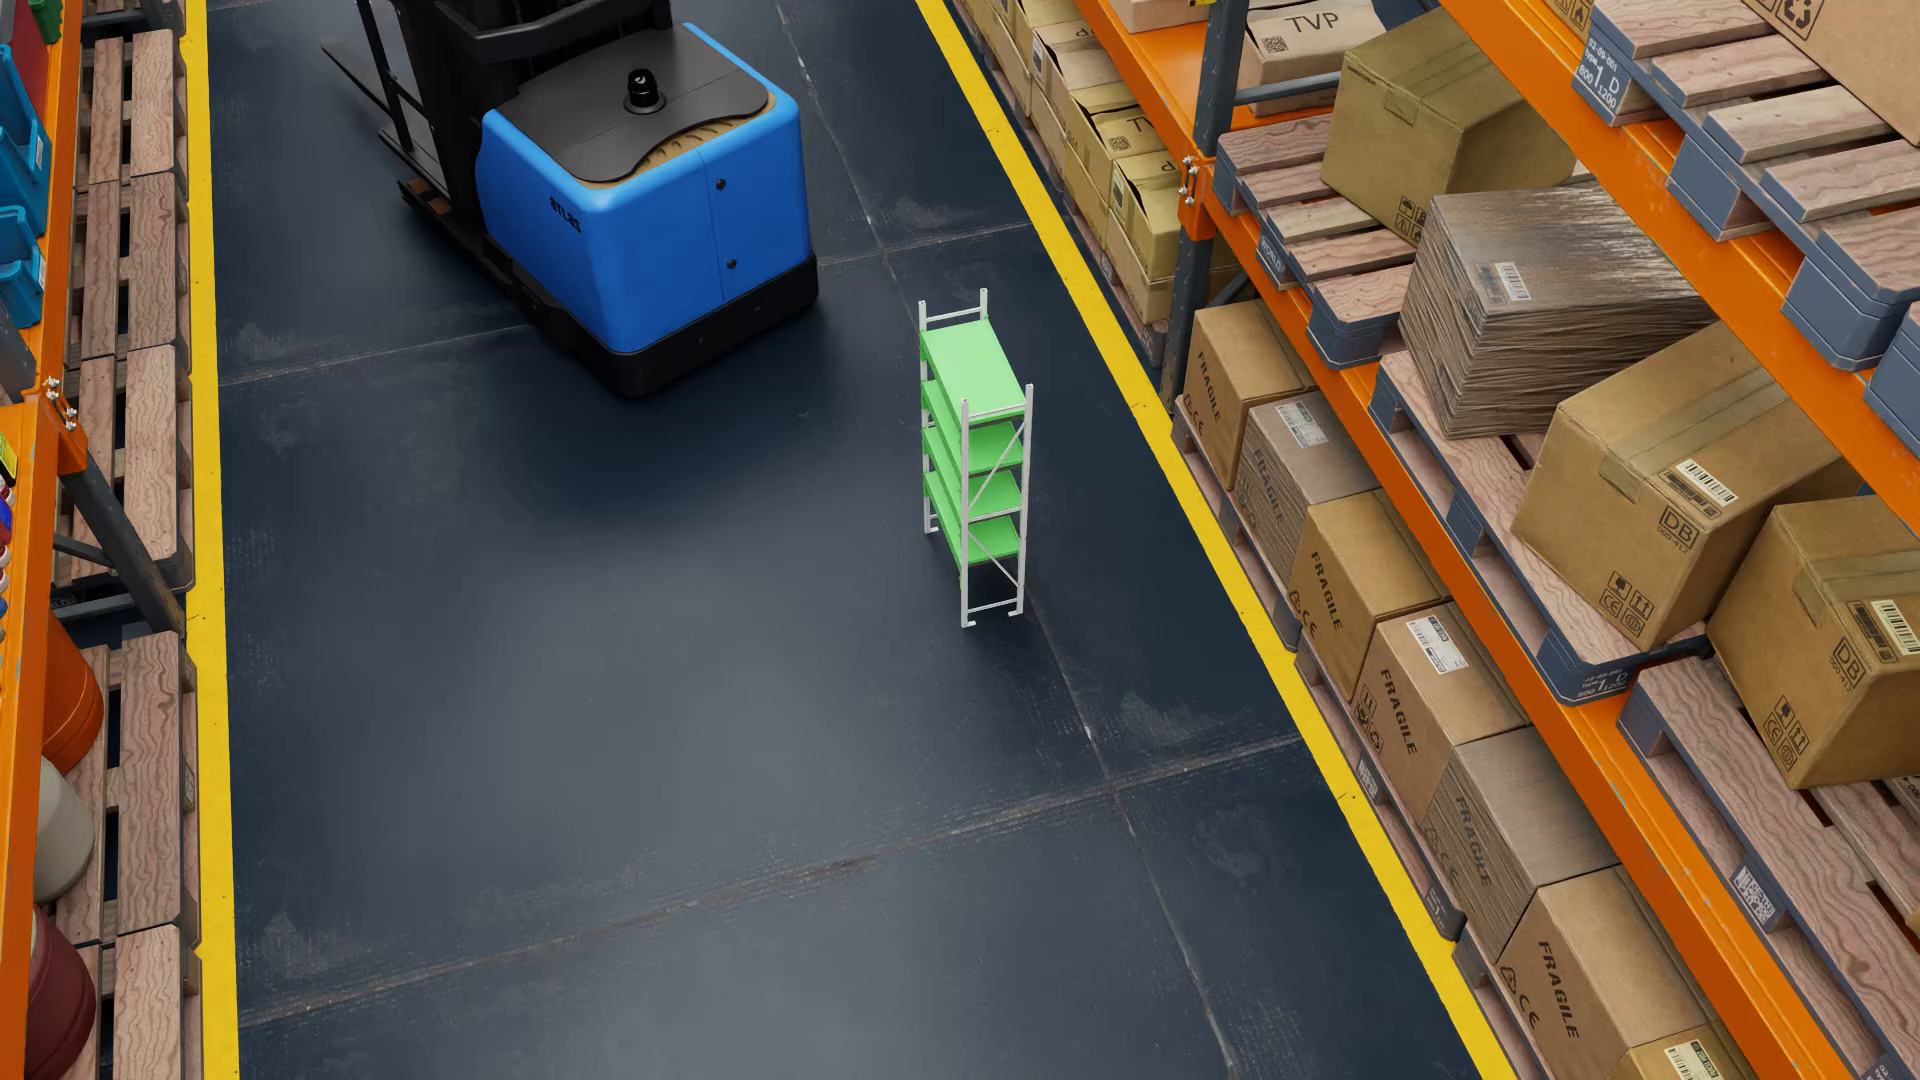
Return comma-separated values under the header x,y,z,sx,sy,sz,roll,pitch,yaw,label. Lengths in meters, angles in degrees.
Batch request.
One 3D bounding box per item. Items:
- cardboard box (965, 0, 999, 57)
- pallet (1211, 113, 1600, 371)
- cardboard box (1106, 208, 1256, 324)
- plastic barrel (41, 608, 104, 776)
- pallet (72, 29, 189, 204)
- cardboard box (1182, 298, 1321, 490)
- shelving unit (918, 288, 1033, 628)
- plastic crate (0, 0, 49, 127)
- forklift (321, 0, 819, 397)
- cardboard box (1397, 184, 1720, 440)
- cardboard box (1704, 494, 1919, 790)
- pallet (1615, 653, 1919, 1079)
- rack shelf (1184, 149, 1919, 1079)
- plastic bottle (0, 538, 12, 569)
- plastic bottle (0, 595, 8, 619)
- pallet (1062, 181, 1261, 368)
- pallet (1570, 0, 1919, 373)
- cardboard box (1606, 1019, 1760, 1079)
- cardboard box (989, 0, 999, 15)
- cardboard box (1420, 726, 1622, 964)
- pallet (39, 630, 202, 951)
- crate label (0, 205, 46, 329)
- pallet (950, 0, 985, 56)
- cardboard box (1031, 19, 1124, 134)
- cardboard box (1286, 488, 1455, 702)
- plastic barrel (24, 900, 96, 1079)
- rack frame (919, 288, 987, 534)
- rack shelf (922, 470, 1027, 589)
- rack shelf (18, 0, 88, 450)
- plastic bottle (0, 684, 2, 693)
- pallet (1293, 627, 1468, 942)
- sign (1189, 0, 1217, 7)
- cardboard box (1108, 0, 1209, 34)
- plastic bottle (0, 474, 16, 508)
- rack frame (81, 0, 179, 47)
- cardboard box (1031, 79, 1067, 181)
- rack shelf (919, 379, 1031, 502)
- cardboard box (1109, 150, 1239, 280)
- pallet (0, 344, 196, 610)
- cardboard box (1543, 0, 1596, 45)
x,y,z,sx,sy,sz,roll,pitch,yaw,label
0.343,-2.712,8.388,0.500,0.250,0.500,-15,51,-12,cardboard box
1.605,-1.102,5.633,1.213,0.211,1.003,-13,51,-11,pallet
0.949,-1.222,7.131,0.500,0.250,0.500,-12,51,-10,cardboard box
-3.235,0.392,5.392,0.600,0.830,0.708,-13,51,-11,plastic barrel
-4.309,-1.984,8.074,1.003,0.211,1.213,-13,51,-11,pallet
1.199,-0.582,6.416,0.500,0.500,0.500,-11,51,-9,cardboard box
0.049,-0.266,5.979,0.258,1.200,0.503,-13,51,-11,shelving unit
-3.581,-1.796,6.050,0.402,0.464,0.583,-13,51,-11,plastic crate
-1.971,-2.599,6.814,1.130,2.935,3.031,-34,58,-25,forklift
1.719,-0.665,4.799,0.700,0.500,0.500,-5,50,-4,cardboard box
2.330,0.226,4.047,0.700,0.500,0.500,-6,50,-5,cardboard box
2.388,0.732,4.086,1.003,0.211,1.213,-13,51,-11,pallet
1.929,0.049,5.007,1.077,0.370,4.000,-13,51,-11,rack shelf
-2.783,-0.006,4.713,0.097,0.201,0.097,0,50,0,plastic bottle
-2.726,0.114,4.566,0.097,0.271,0.097,0,50,0,plastic bottle
1.131,-1.355,7.544,1.003,0.211,1.213,-13,51,-11,pallet
2.085,-0.877,3.478,1.213,0.211,1.003,-13,51,-11,pallet
2.101,1.646,4.537,0.500,0.500,0.500,-14,51,-11,cardboard box
0.336,-2.892,8.173,0.500,0.311,0.500,-15,51,-12,cardboard box
1.815,0.917,5.152,0.500,0.500,0.500,-13,51,-11,cardboard box
-3.123,0.939,5.610,1.003,0.211,1.213,-13,51,-11,pallet
-3.162,-0.865,5.416,0.303,0.233,0.416,-13,51,-11,crate label
0.410,-3.137,9.046,1.003,0.211,1.213,-13,51,-11,pallet
0.641,-2.147,7.545,0.500,0.311,0.500,-14,51,-11,cardboard box
1.503,0.166,5.785,0.500,0.500,0.500,-14,51,-11,cardboard box
-2.901,1.294,4.789,0.600,0.588,0.708,-13,51,-11,plastic barrel
-0.023,-0.444,6.129,0.240,1.200,0.015,-13,51,-11,rack frame
0.049,-0.070,6.211,0.258,0.148,0.480,-13,51,-11,rack shelf
-3.987,-1.755,6.528,1.077,0.370,4.000,-13,51,-11,rack shelf
-2.639,0.349,4.413,0.097,0.201,0.097,0,50,0,plastic bottle
1.879,0.699,5.813,1.003,0.211,1.213,-13,51,-11,pallet
0.808,-1.889,5.413,0.100,0.325,0.005,-13,51,-11,sign
0.807,-2.157,6.560,0.380,0.149,0.250,-13,51,-11,cardboard box
-2.852,-0.175,4.855,0.097,0.201,0.097,0,50,0,plastic bottle
-4.578,-3.448,7.484,1.000,3.000,0.127,-13,51,-11,rack frame
0.647,-1.965,7.758,0.500,0.250,0.500,-12,51,-10,cardboard box
0.049,-0.379,5.844,0.258,0.148,0.480,-13,51,-11,rack shelf
0.947,-1.400,6.915,0.500,0.311,0.500,-12,51,-10,cardboard box
-3.588,-0.202,6.572,1.003,0.211,1.213,-13,51,-11,pallet
1.803,-1.579,3.882,0.910,0.500,0.500,-13,51,-11,cardboard box
